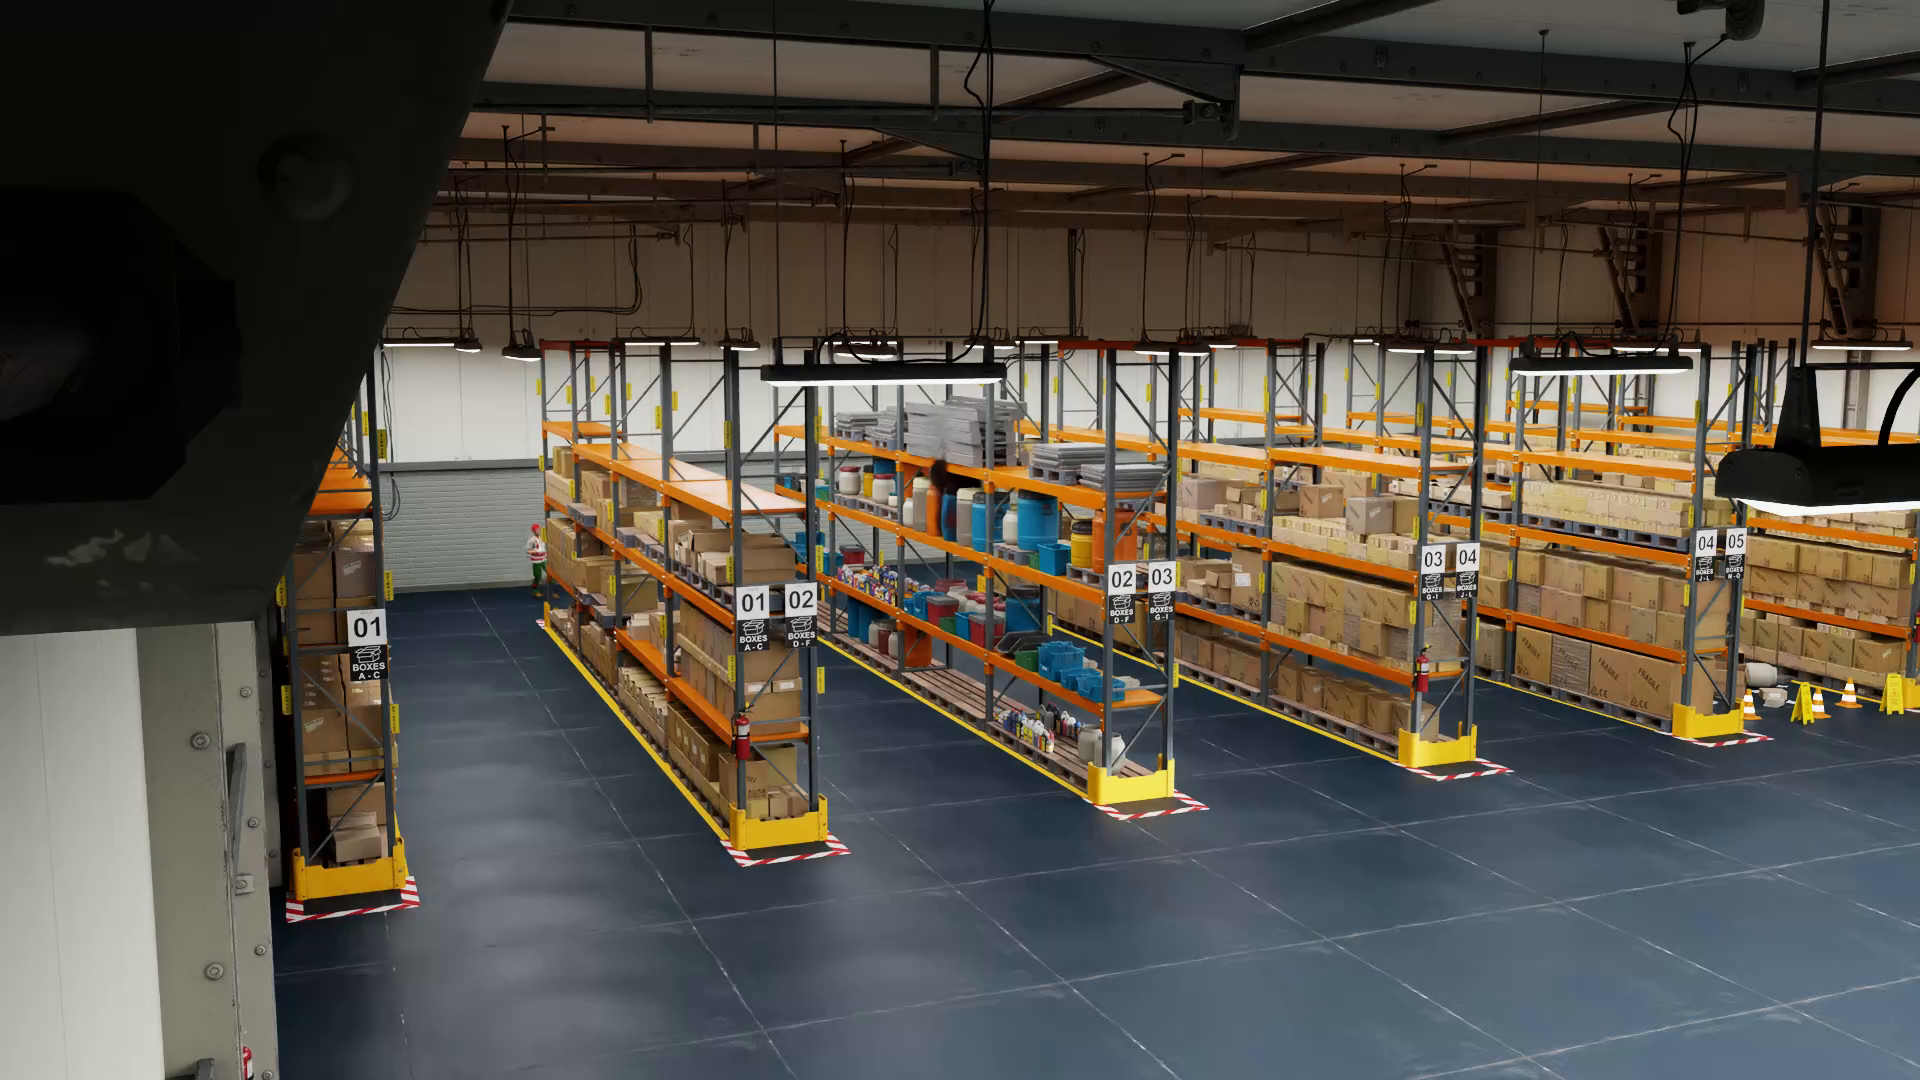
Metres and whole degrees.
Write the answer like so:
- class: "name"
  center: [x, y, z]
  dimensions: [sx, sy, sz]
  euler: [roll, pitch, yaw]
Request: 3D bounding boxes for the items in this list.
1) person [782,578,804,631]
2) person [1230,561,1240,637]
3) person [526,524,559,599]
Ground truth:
- class: "person"
  center: [-3.274, 1.316, 31.863]
  dimensions: [0.691, 1.723, 0.638]
  euler: [-3, 8, -21]
- class: "person"
  center: [5.345, 1.222, 32.836]
  dimensions: [0.701, 1.735, 0.667]
  euler: [-5, 9, -35]
- class: "person"
  center: [-9.690, 0.496, 38.127]
  dimensions: [0.700, 1.771, 0.700]
  euler: [5, 9, 33]
